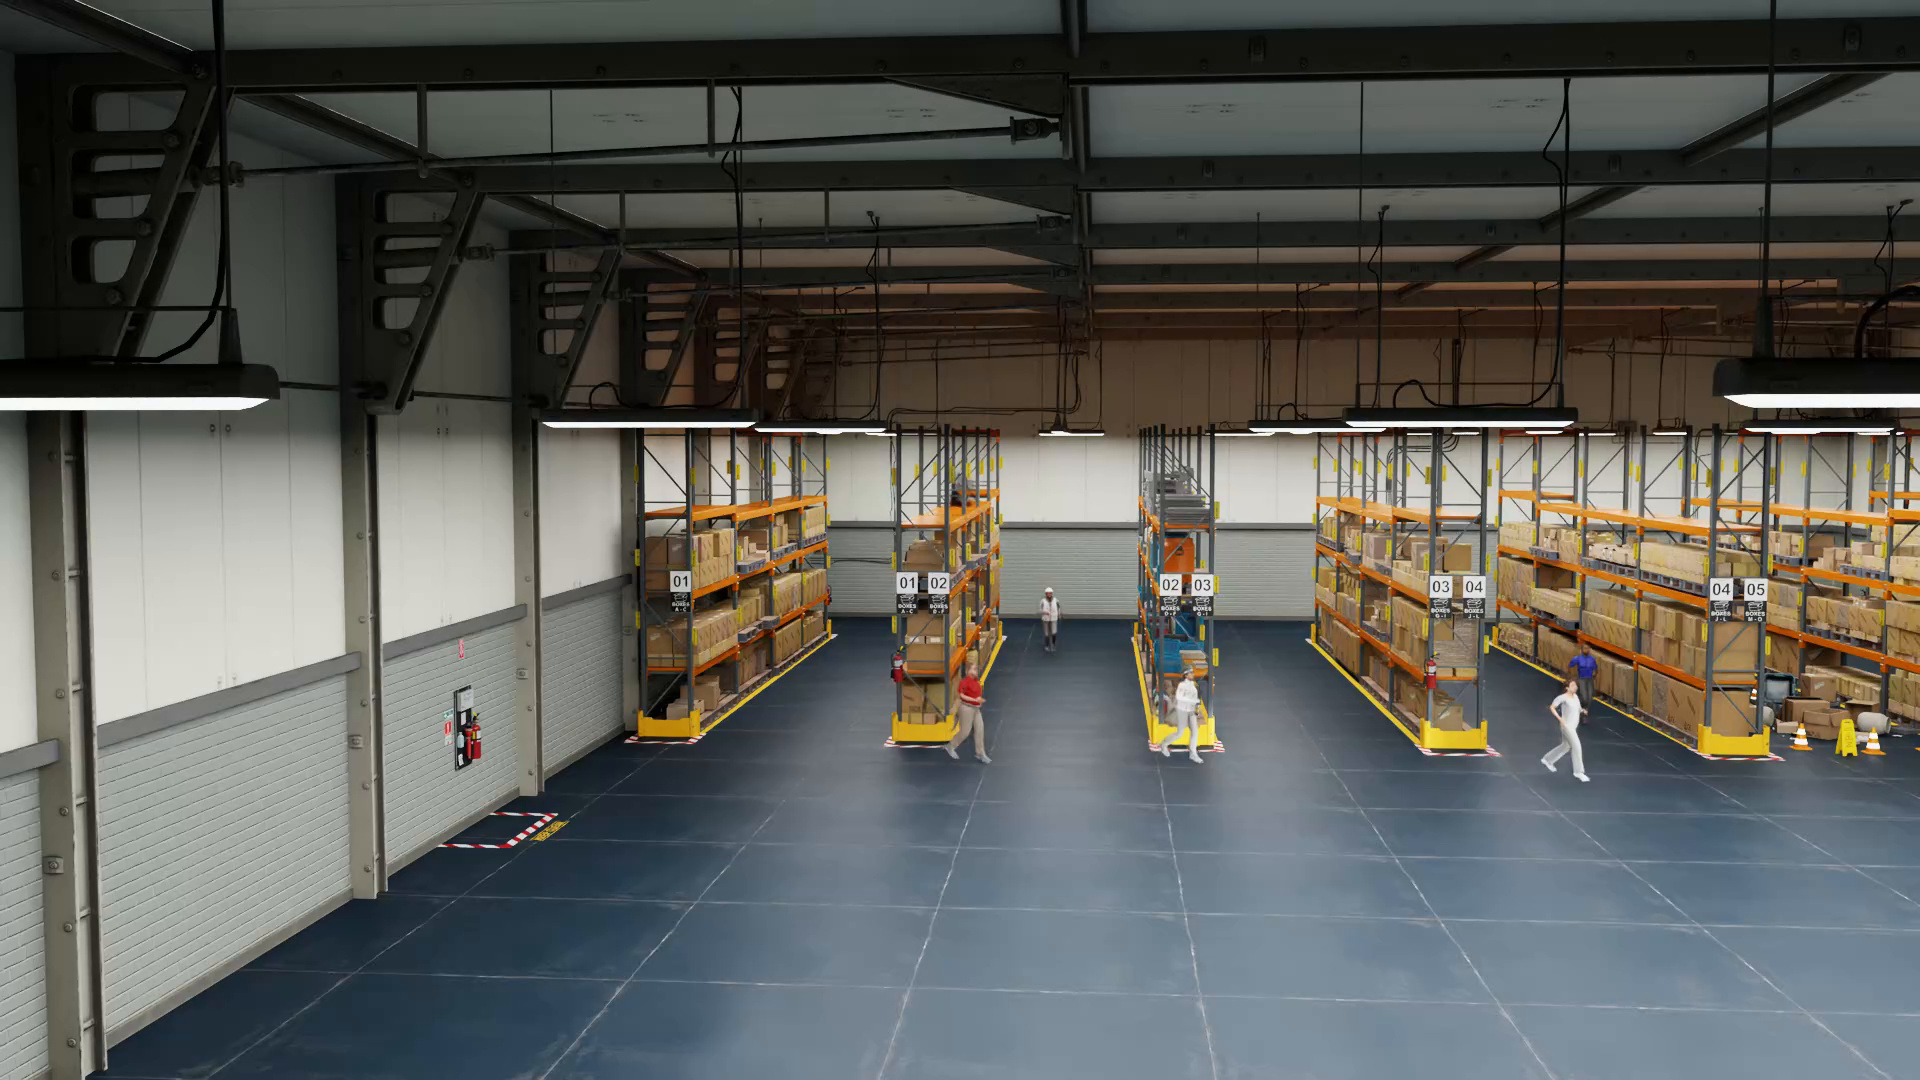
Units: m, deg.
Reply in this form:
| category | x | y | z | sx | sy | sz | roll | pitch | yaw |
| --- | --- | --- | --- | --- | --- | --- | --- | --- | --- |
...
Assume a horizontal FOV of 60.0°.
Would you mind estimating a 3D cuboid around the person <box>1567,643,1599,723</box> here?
| category | x | y | z | sx | sy | sz | roll | pitch | yaw |
| --- | --- | --- | --- | --- | --- | --- | --- | --- | --- |
| person | 12.546 | 2.884 | 33.343 | 0.573 | 1.609 | 0.556 | 0 | 3 | -4 |

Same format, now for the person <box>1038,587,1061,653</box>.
| category | x | y | z | sx | sy | sz | roll | pitch | yaw |
| --- | --- | --- | --- | --- | --- | --- | --- | --- | --- |
| person | 2.401 | 2.143 | 44.374 | 0.625 | 1.758 | 0.768 | 0 | 3 | -1 |

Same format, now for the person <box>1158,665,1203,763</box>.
| category | x | y | z | sx | sy | sz | roll | pitch | yaw |
| --- | --- | --- | --- | --- | --- | --- | --- | --- | --- |
| person | 3.999 | 3.079 | 29.651 | 0.850 | 1.706 | 0.625 | 3 | 4 | 36 |

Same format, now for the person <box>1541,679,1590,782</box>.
| category | x | y | z | sx | sy | sz | roll | pitch | yaw |
| --- | --- | --- | --- | --- | --- | --- | --- | --- | --- |
| person | 10.265 | 3.174 | 28.092 | 0.553 | 1.691 | 0.896 | -3 | 5 | -42 |

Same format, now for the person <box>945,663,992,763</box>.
| category | x | y | z | sx | sy | sz | roll | pitch | yaw |
| --- | --- | --- | --- | --- | --- | --- | --- | --- | --- |
| person | 0.162 | 3.062 | 29.524 | 0.874 | 1.761 | 0.682 | 2 | 4 | 30 |
